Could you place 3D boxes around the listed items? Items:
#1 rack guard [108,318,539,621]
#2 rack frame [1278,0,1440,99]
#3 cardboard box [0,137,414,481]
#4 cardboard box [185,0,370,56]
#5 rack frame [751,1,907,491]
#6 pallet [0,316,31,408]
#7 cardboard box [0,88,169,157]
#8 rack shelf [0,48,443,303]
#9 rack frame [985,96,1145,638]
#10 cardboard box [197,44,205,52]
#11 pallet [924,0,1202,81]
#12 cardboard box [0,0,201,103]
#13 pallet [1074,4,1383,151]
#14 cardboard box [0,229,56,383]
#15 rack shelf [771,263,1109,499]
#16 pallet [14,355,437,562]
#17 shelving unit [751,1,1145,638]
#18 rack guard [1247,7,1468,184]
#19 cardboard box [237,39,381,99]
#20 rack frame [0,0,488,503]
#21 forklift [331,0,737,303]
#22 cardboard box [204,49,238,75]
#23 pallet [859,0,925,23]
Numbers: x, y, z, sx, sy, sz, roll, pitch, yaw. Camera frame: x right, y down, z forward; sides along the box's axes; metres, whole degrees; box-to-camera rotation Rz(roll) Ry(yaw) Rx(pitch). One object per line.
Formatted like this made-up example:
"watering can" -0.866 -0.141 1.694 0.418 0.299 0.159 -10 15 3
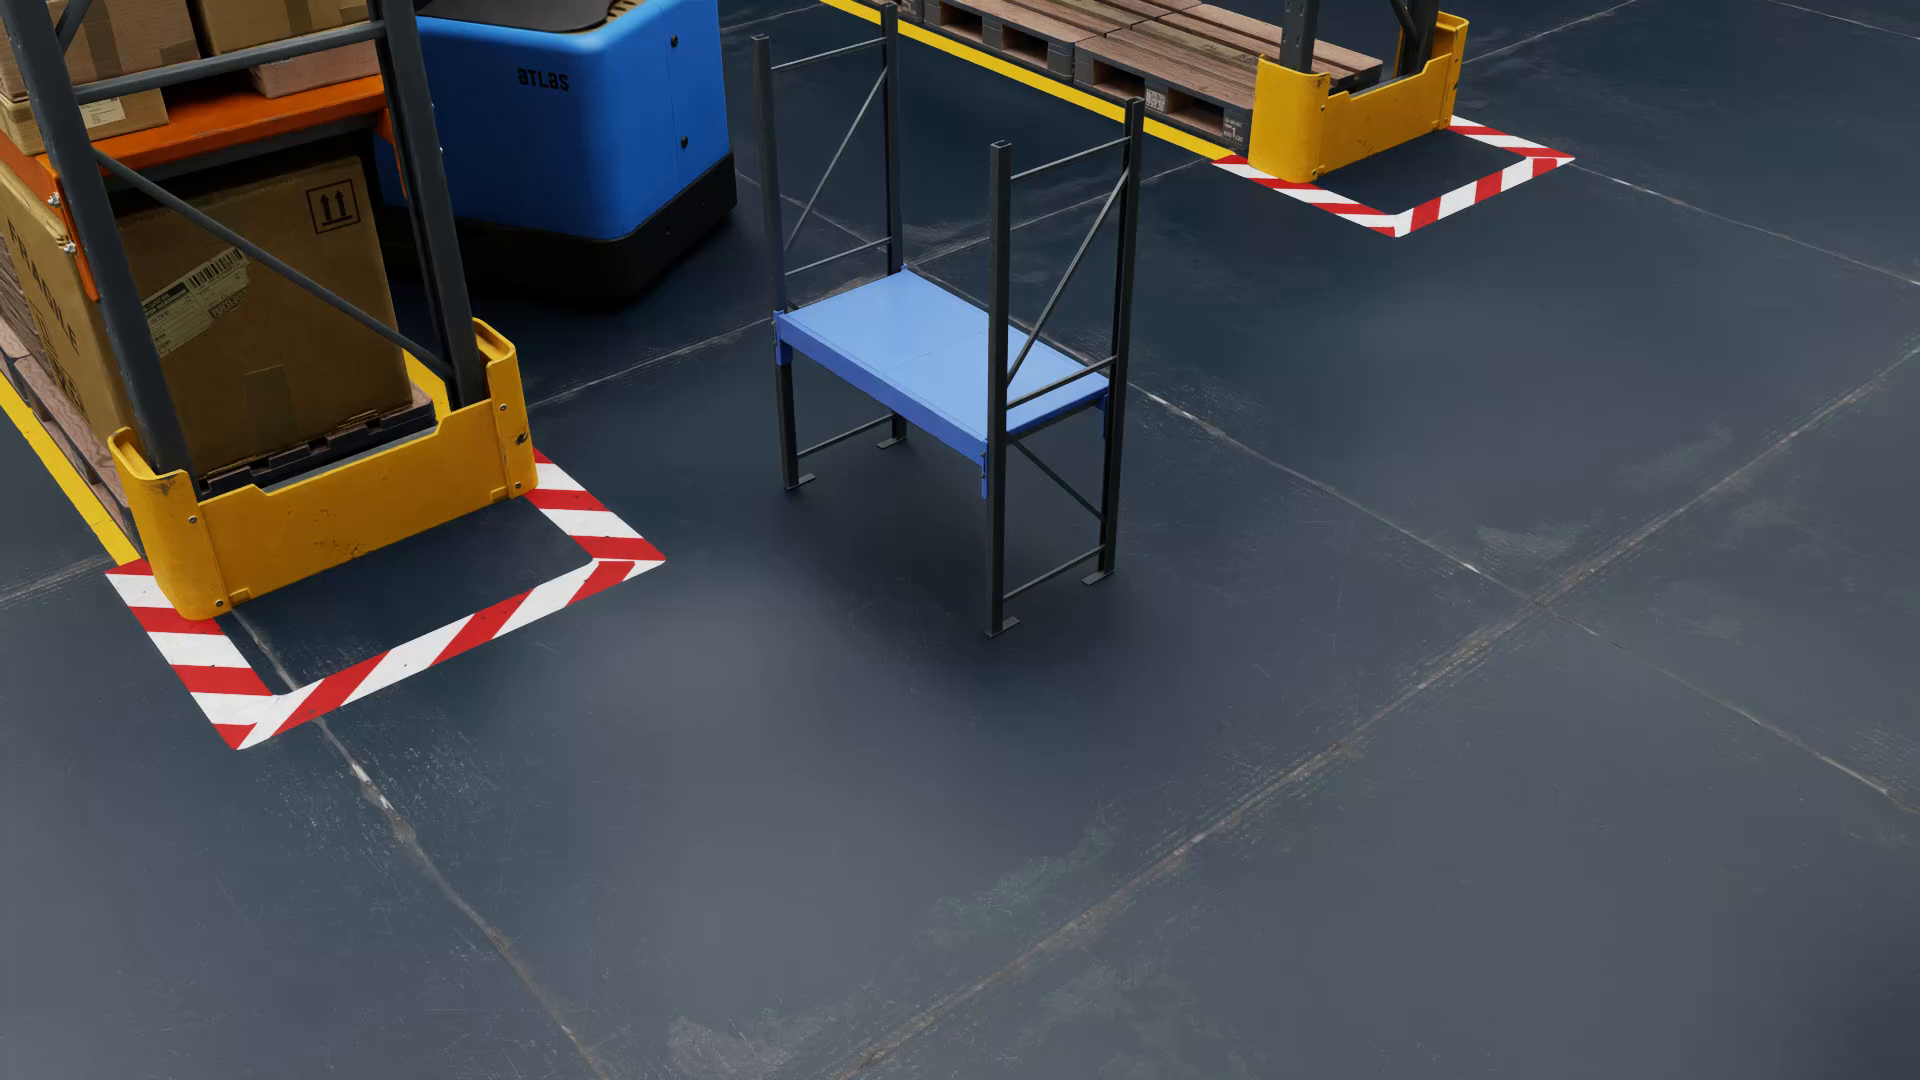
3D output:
"rack guard" -1.929 -0.242 5.160 1.175 0.500 0.348 -26 43 -32
"rack frame" 1.839 -3.120 7.060 1.000 3.000 0.127 -26 43 -32
"cardboard box" -2.418 -0.830 5.302 0.875 0.875 0.875 -26 43 -32
"cardboard box" -2.048 -1.646 4.851 0.500 0.250 0.500 -27 43 -33
"rack frame" -0.383 -0.874 5.187 0.500 1.500 0.032 -26 43 -32
"pallet" -3.303 -0.997 6.475 1.003 0.211 1.213 -26 43 -32
"cardboard box" -2.426 -1.205 4.573 0.380 0.149 0.250 -25 42 -31
"rack shelf" -3.235 -1.862 5.907 1.077 0.370 4.000 -26 43 -32
"rack frame" 0.273 -0.425 4.553 0.500 1.500 0.032 -26 43 -32
"cardboard box" -2.253 -1.676 5.238 0.380 0.149 0.250 -27 43 -33
"pallet" 0.554 -2.899 9.161 1.003 0.211 1.213 -26 43 -32
"cardboard box" -2.460 -1.448 4.572 0.500 0.250 0.500 -27 43 -32
"pallet" 1.337 -2.361 8.401 1.003 0.211 1.213 -26 43 -32
"cardboard box" -3.006 -1.232 5.869 0.875 0.875 0.875 -26 43 -32
"rack shelf" -0.055 -0.503 4.974 0.538 0.185 1.000 -26 43 -32
"pallet" -2.520 -0.459 5.715 1.003 0.211 1.213 -26 43 -32
"shelving unit" -0.055 -0.650 4.870 0.538 1.500 1.048 -26 43 -32
"rack guard" 1.865 -2.094 7.775 1.175 0.500 0.348 -26 43 -32
"cardboard box" -1.921 -1.450 4.920 0.380 0.149 0.250 -25 43 -31
"rack frame" -1.944 -1.273 4.452 1.000 3.000 0.127 -26 43 -32
"forklift" -2.533 -2.644 6.447 3.031 2.935 1.130 12 37 16
"cardboard box" -2.088 -1.563 5.079 0.380 0.149 0.250 -27 43 -32
"pallet" -0.238 -3.438 9.922 1.003 0.211 1.213 -26 43 -32
